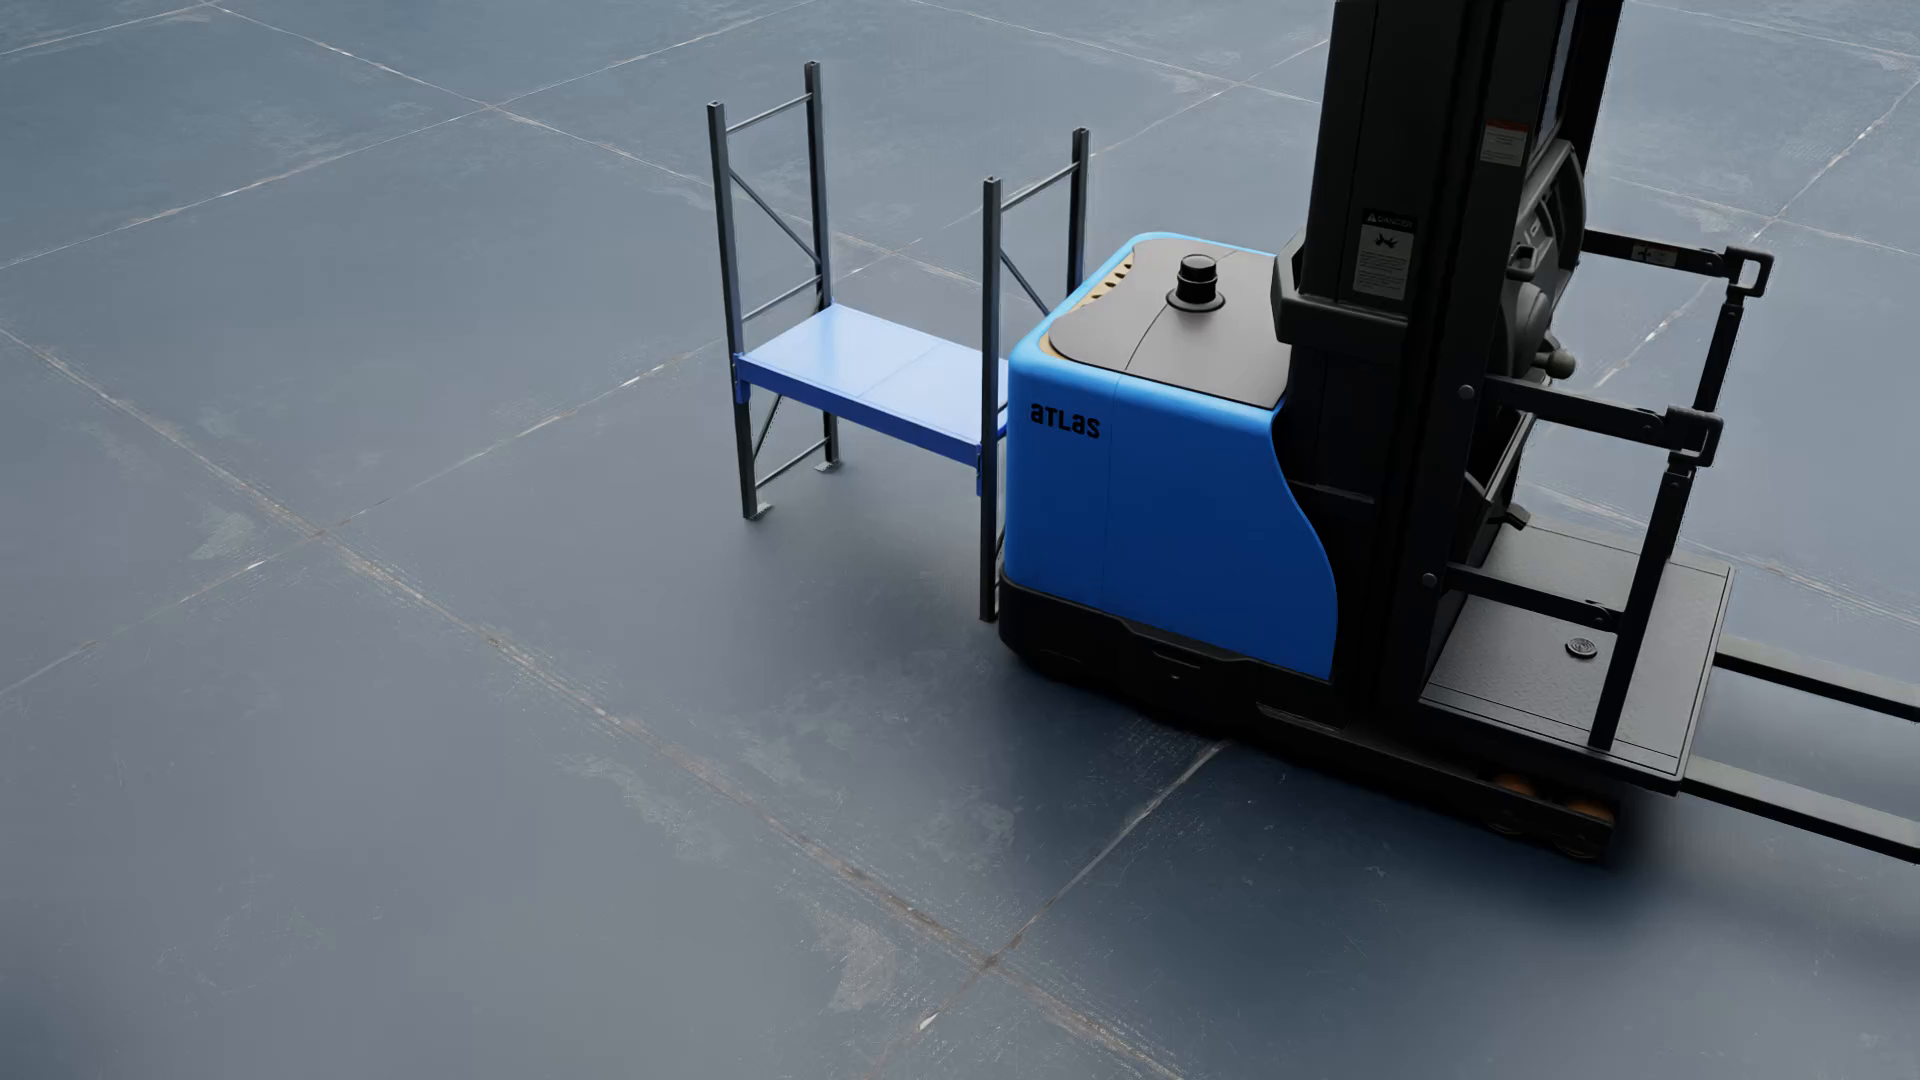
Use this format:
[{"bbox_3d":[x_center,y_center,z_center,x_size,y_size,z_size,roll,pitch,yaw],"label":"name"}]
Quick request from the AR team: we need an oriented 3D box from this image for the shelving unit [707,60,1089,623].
[{"bbox_3d":[-0.193,-0.639,5.355,1.048,1.500,0.538,22,40,29],"label":"shelving unit"}]

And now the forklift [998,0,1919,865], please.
[{"bbox_3d":[1.666,-0.694,4.171,3.031,2.935,1.130,17,38,23],"label":"forklift"}]

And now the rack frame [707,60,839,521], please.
[{"bbox_3d":[-0.607,-0.806,5.599,0.032,1.500,0.500,22,40,29],"label":"rack frame"}]

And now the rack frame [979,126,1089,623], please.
[{"bbox_3d":[0.221,-0.471,5.112,0.032,1.500,0.500,22,40,29],"label":"rack frame"}]

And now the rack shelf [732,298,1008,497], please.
[{"bbox_3d":[-0.193,-0.491,5.457,1.000,0.185,0.538,22,40,29],"label":"rack shelf"}]
